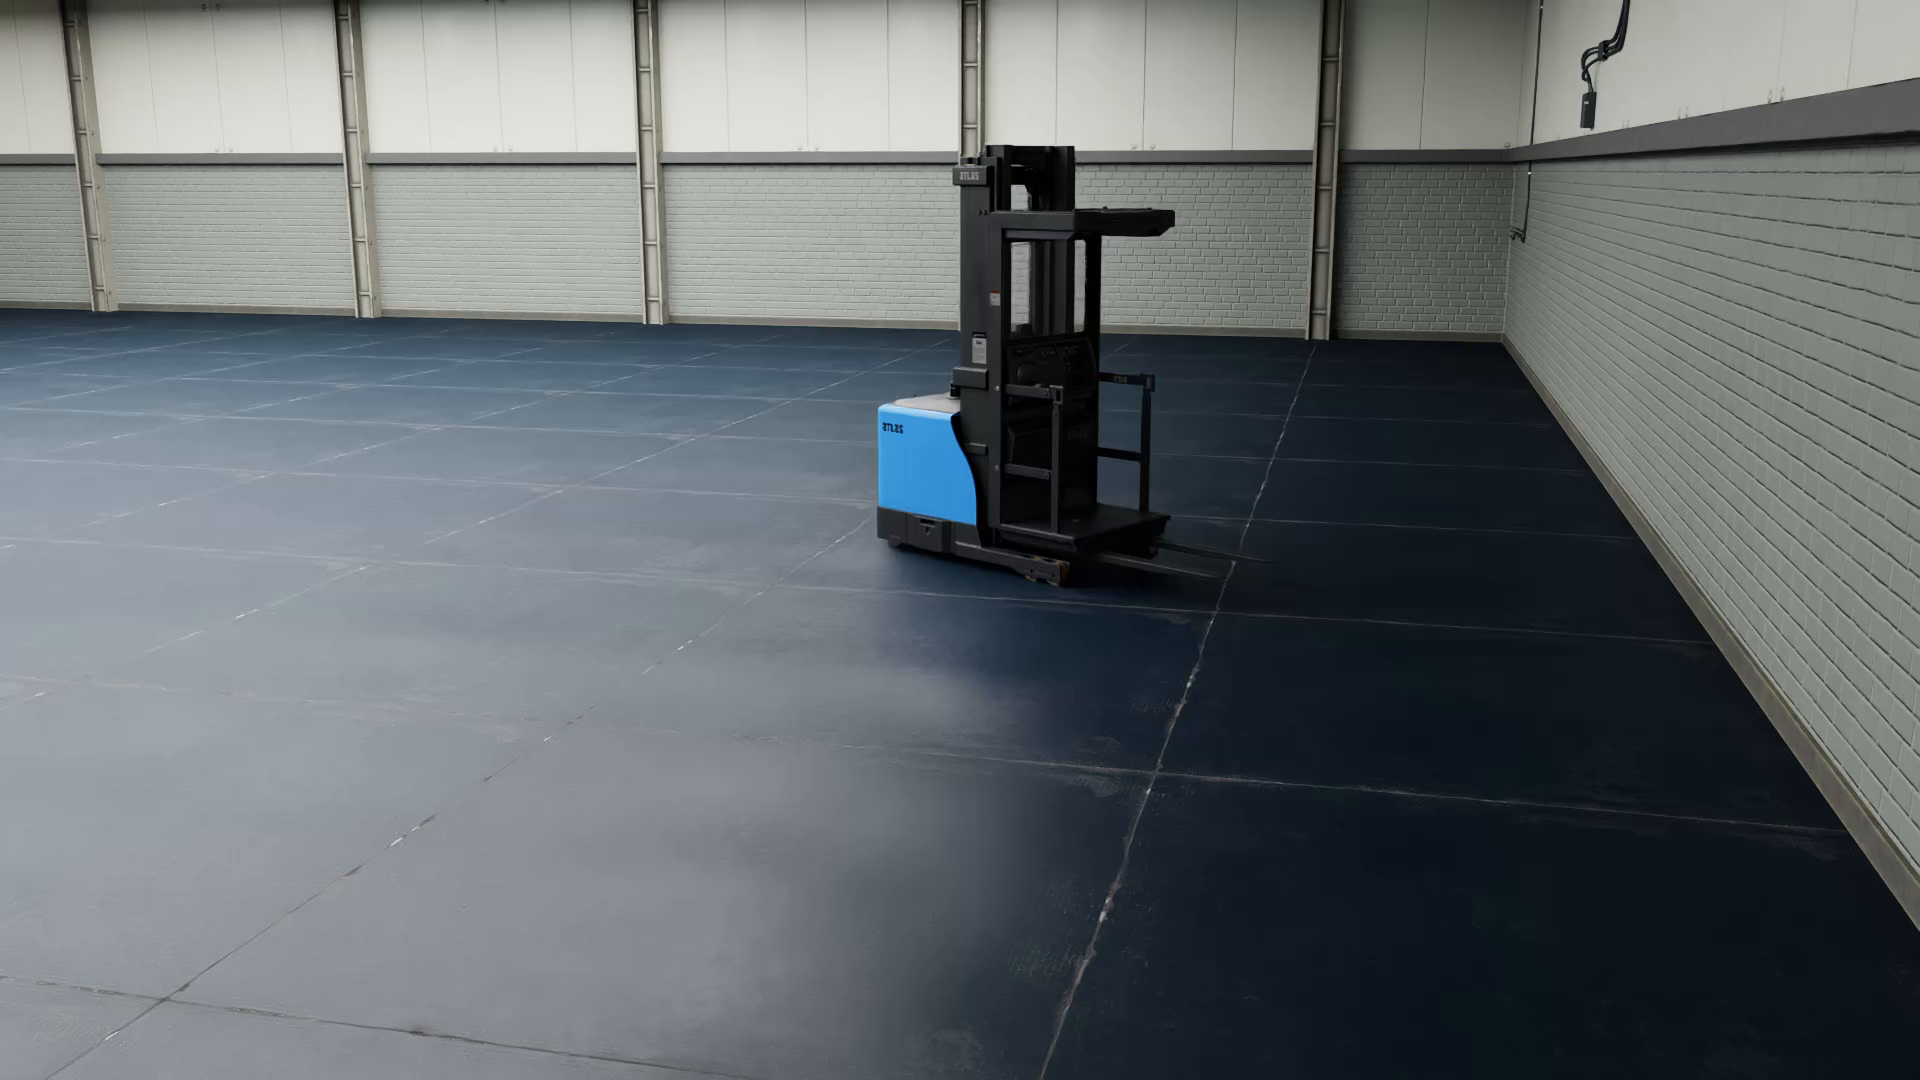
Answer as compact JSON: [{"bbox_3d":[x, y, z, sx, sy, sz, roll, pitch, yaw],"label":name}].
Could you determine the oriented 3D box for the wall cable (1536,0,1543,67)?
[{"bbox_3d":[7.919,-7.733,22.323,0.112,2.526,3.097,3,13,14],"label":"wall cable"}]

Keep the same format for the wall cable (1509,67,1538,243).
[{"bbox_3d":[8.567,-5.837,25.434,0.112,2.526,3.097,3,13,14],"label":"wall cable"}]

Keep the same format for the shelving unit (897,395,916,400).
[{"bbox_3d":[-0.325,-0.590,12.970,0.252,1.050,0.215,11,17,42],"label":"shelving unit"}]

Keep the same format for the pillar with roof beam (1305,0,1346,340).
[{"bbox_3d":[4.993,-6.878,22.960,0.400,9.000,9.100,3,13,14],"label":"pillar with roof beam"}]

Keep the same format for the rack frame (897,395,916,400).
[{"bbox_3d":[-0.414,-0.608,13.051,0.008,1.050,0.200,11,17,42],"label":"rack frame"}]

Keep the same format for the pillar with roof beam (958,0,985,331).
[{"bbox_3d":[-0.833,-7.190,24.363,0.400,9.000,9.100,3,13,14],"label":"pillar with roof beam"}]

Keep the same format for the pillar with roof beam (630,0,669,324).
[{"bbox_3d":[-6.658,-7.501,25.767,0.400,9.000,9.100,3,13,14],"label":"pillar with roof beam"}]

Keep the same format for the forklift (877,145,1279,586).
[{"bbox_3d":[0.795,-1.246,11.584,3.031,2.935,1.130,11,17,42],"label":"forklift"}]

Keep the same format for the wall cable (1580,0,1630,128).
[{"bbox_3d":[6.277,-7.017,15.735,0.169,6.003,2.305,3,13,14],"label":"wall cable"}]

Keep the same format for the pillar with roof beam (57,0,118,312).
[{"bbox_3d":[-18.308,-8.124,28.574,0.400,9.000,9.100,3,13,14],"label":"pillar with roof beam"}]

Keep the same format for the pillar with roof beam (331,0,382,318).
[{"bbox_3d":[-12.483,-7.812,27.170,0.400,9.000,9.100,3,13,14],"label":"pillar with roof beam"}]
